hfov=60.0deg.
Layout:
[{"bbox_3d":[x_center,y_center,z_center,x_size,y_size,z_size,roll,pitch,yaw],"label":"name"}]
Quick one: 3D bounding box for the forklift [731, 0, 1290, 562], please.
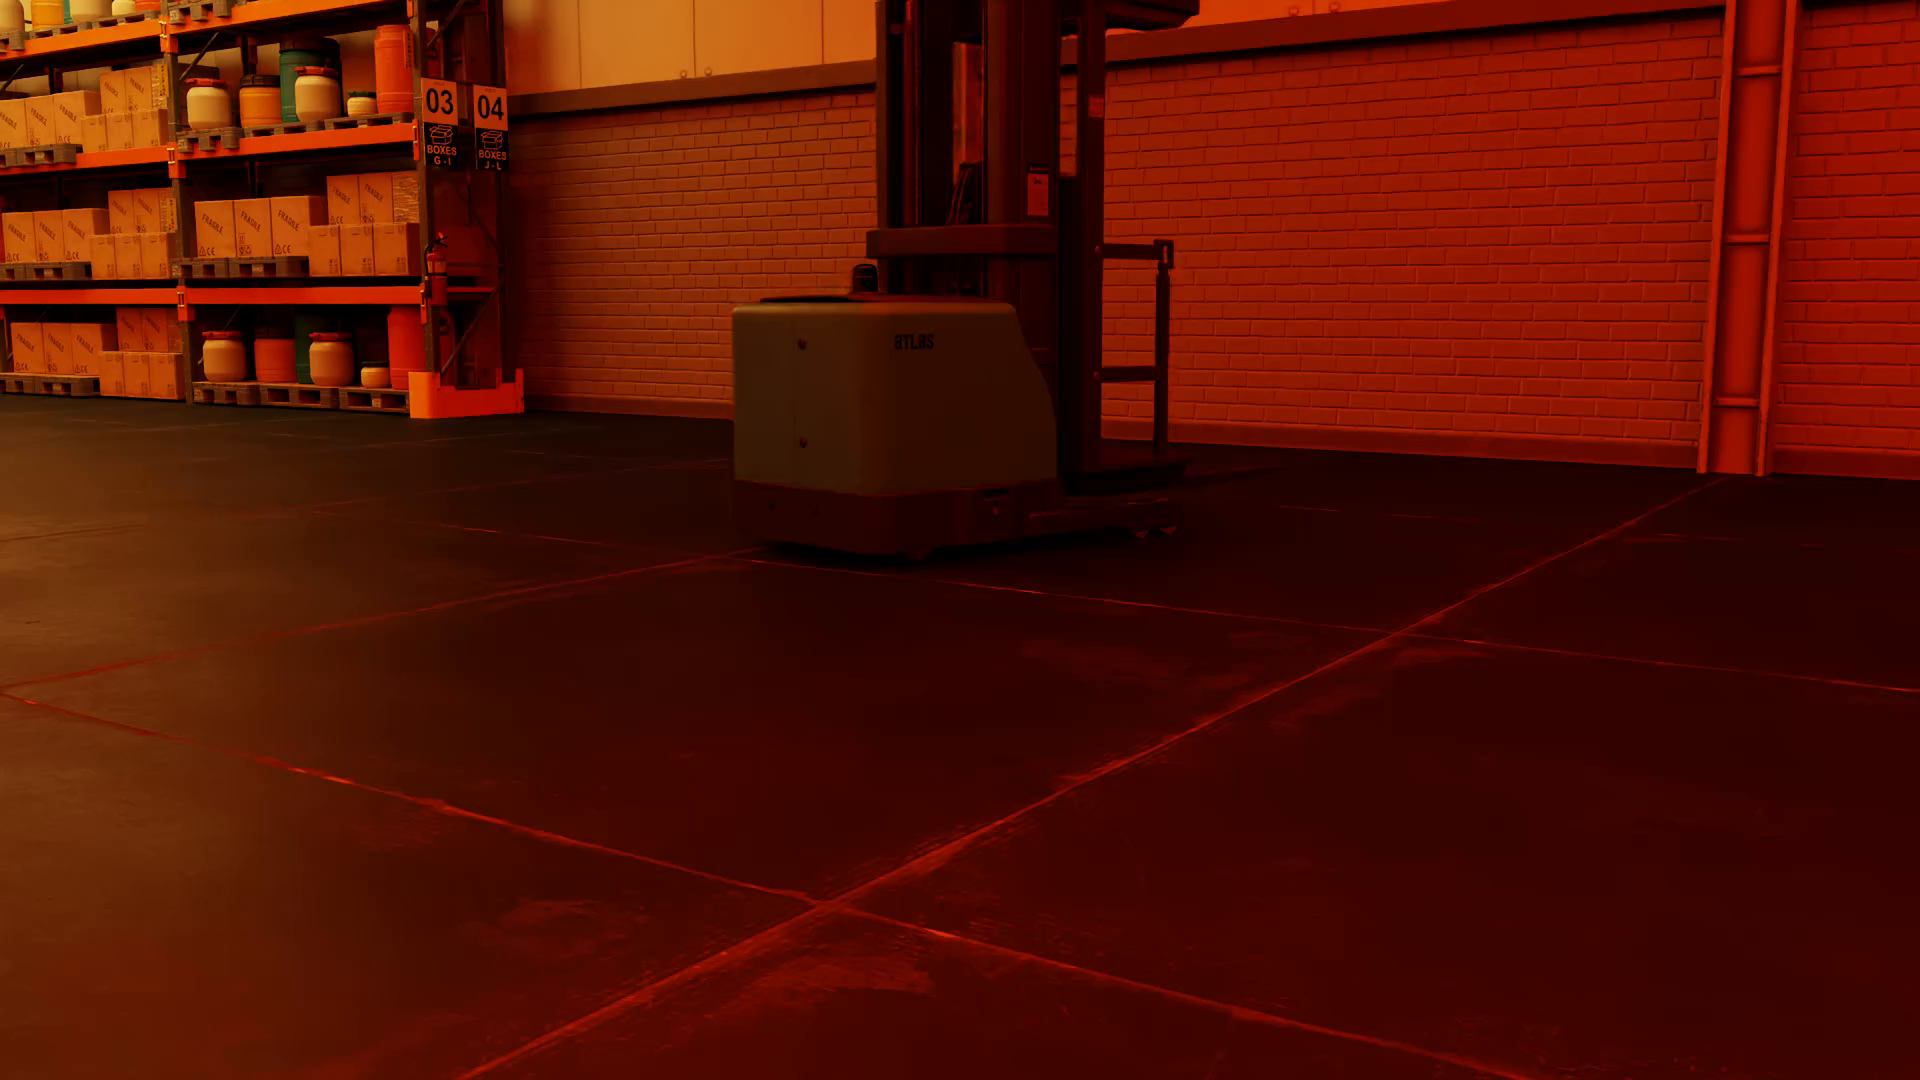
[{"bbox_3d":[0.410,-1.513,7.833,3.031,2.935,1.130,-7,11,-42],"label":"forklift"}]
